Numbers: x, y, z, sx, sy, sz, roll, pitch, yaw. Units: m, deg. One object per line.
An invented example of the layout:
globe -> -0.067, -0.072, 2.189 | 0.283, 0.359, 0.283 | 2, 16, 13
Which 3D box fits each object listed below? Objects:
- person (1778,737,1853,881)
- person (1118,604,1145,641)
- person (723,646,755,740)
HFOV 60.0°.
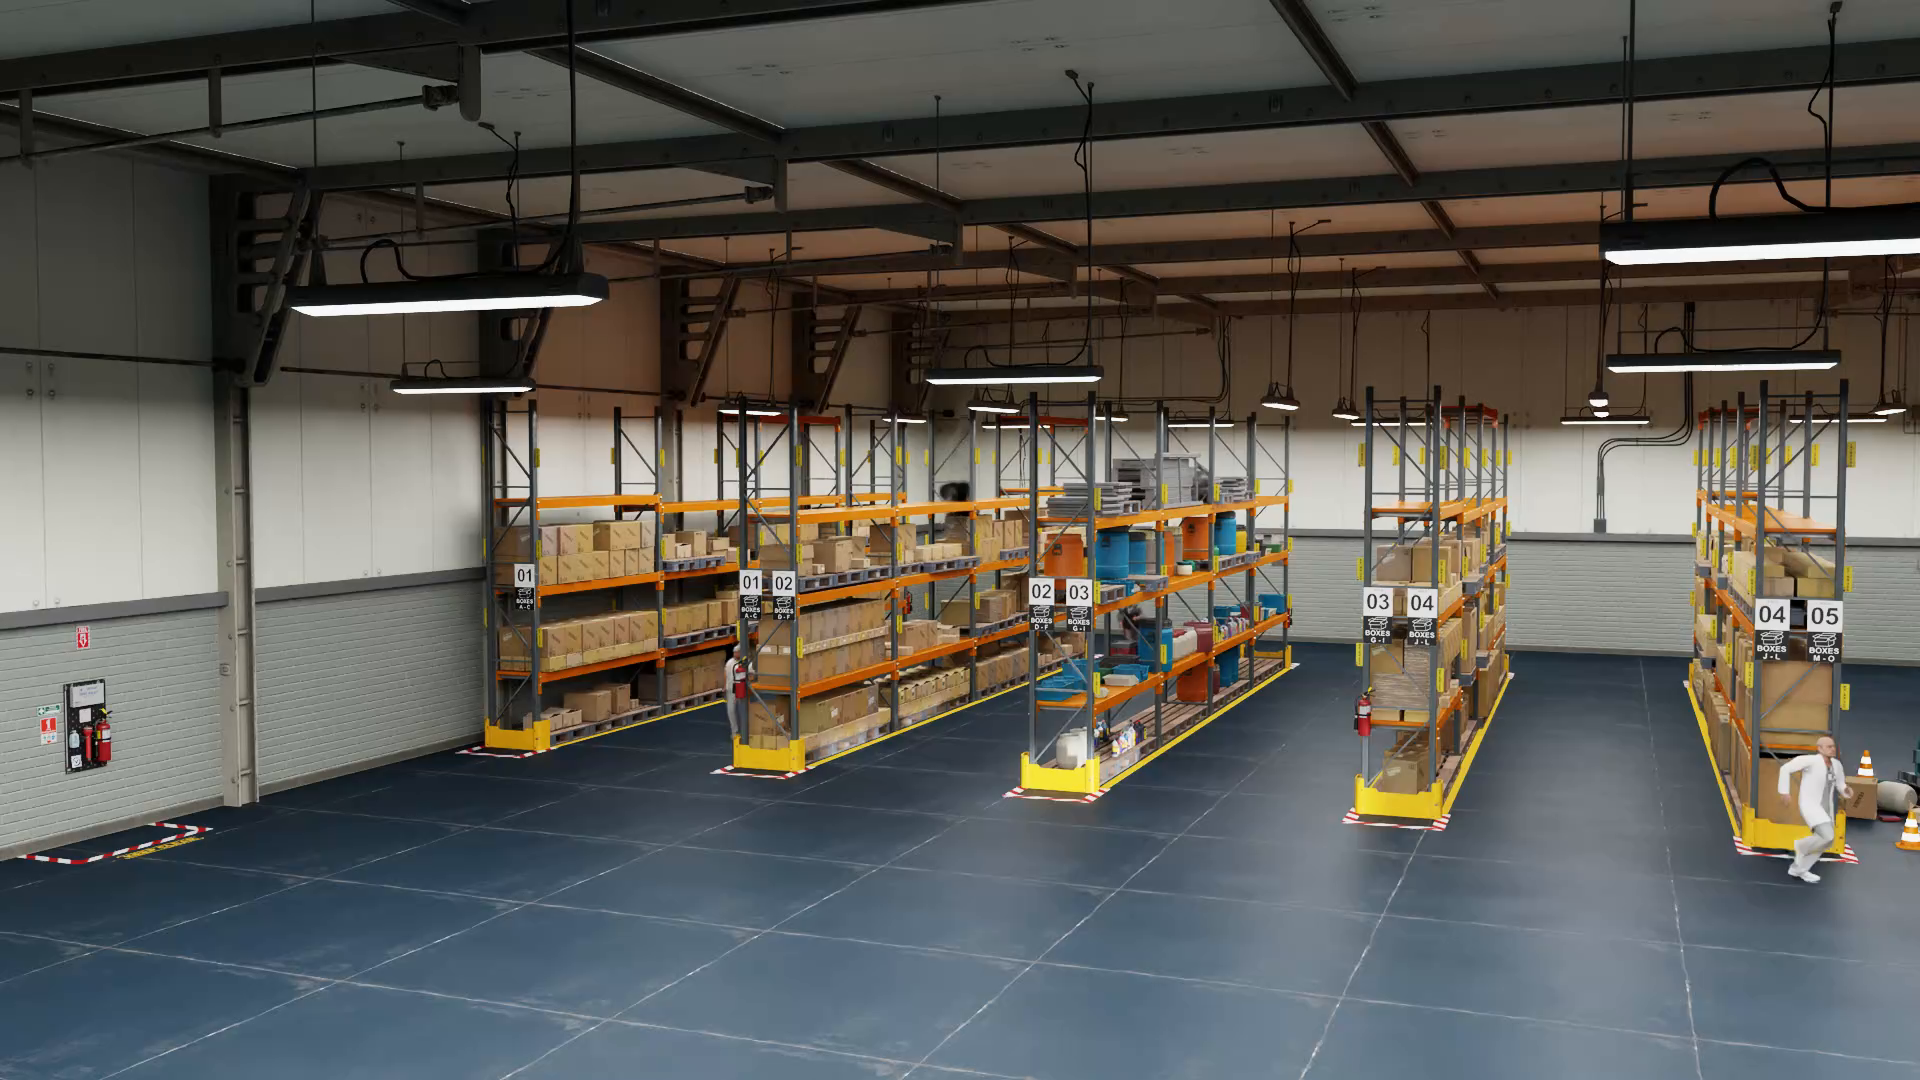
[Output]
person -> 10.090, 3.215, 19.520 | 0.759, 1.643, 0.737 | -1, 3, -20
person -> 4.124, 2.164, 40.083 | 0.668, 1.743, 0.852 | 0, 3, 8
person -> -3.990, 2.723, 29.932 | 0.607, 1.654, 0.766 | 0, 3, 8
